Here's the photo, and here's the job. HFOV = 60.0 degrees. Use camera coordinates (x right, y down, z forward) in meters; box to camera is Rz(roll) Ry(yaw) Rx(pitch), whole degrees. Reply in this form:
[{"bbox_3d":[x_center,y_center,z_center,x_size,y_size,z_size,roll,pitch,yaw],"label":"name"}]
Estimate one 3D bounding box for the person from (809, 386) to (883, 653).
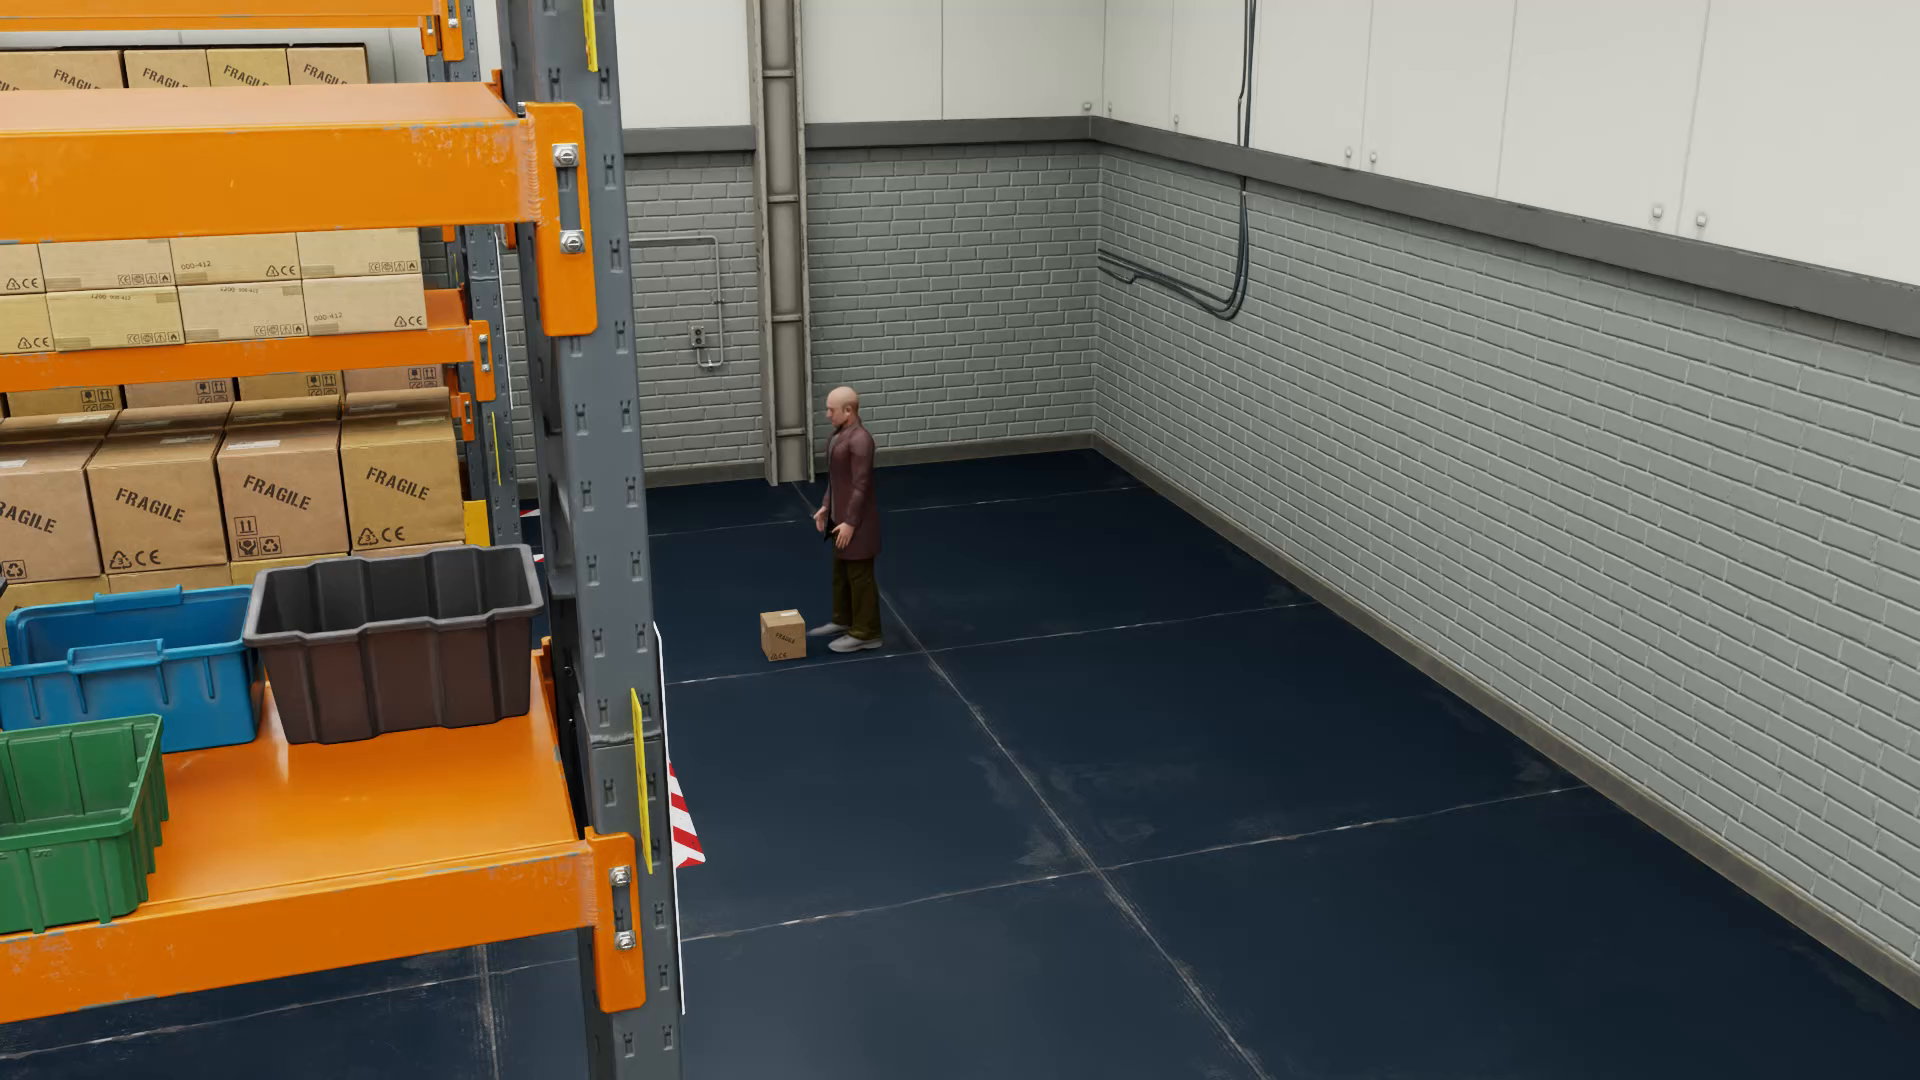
[{"bbox_3d":[-0.756,-0.130,10.983,0.430,1.806,0.572,-6,20,-17],"label":"person"}]
